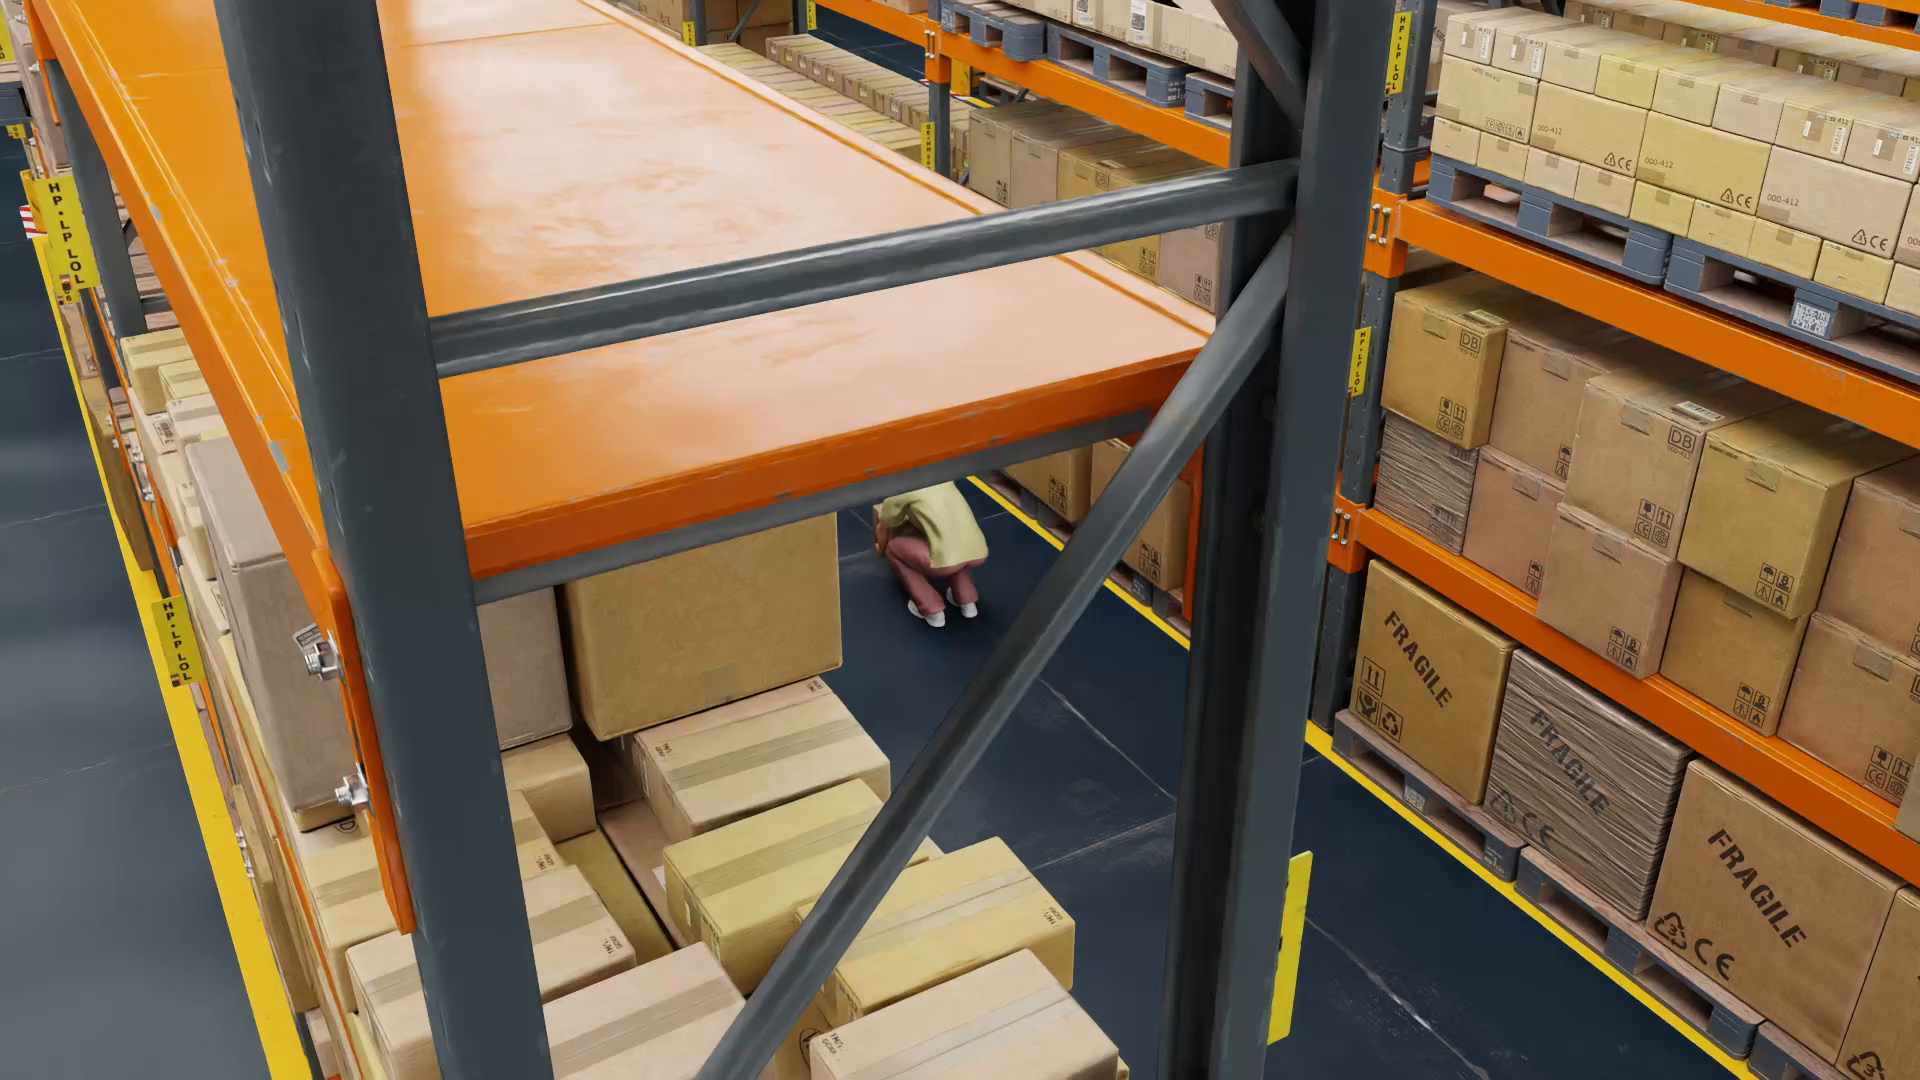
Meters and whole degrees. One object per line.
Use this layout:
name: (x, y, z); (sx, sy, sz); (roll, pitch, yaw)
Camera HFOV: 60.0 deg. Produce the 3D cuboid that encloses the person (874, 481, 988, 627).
person: (-0.177, -0.043, 9.400); (0.495, 0.936, 0.804); (-16, 33, -26)
